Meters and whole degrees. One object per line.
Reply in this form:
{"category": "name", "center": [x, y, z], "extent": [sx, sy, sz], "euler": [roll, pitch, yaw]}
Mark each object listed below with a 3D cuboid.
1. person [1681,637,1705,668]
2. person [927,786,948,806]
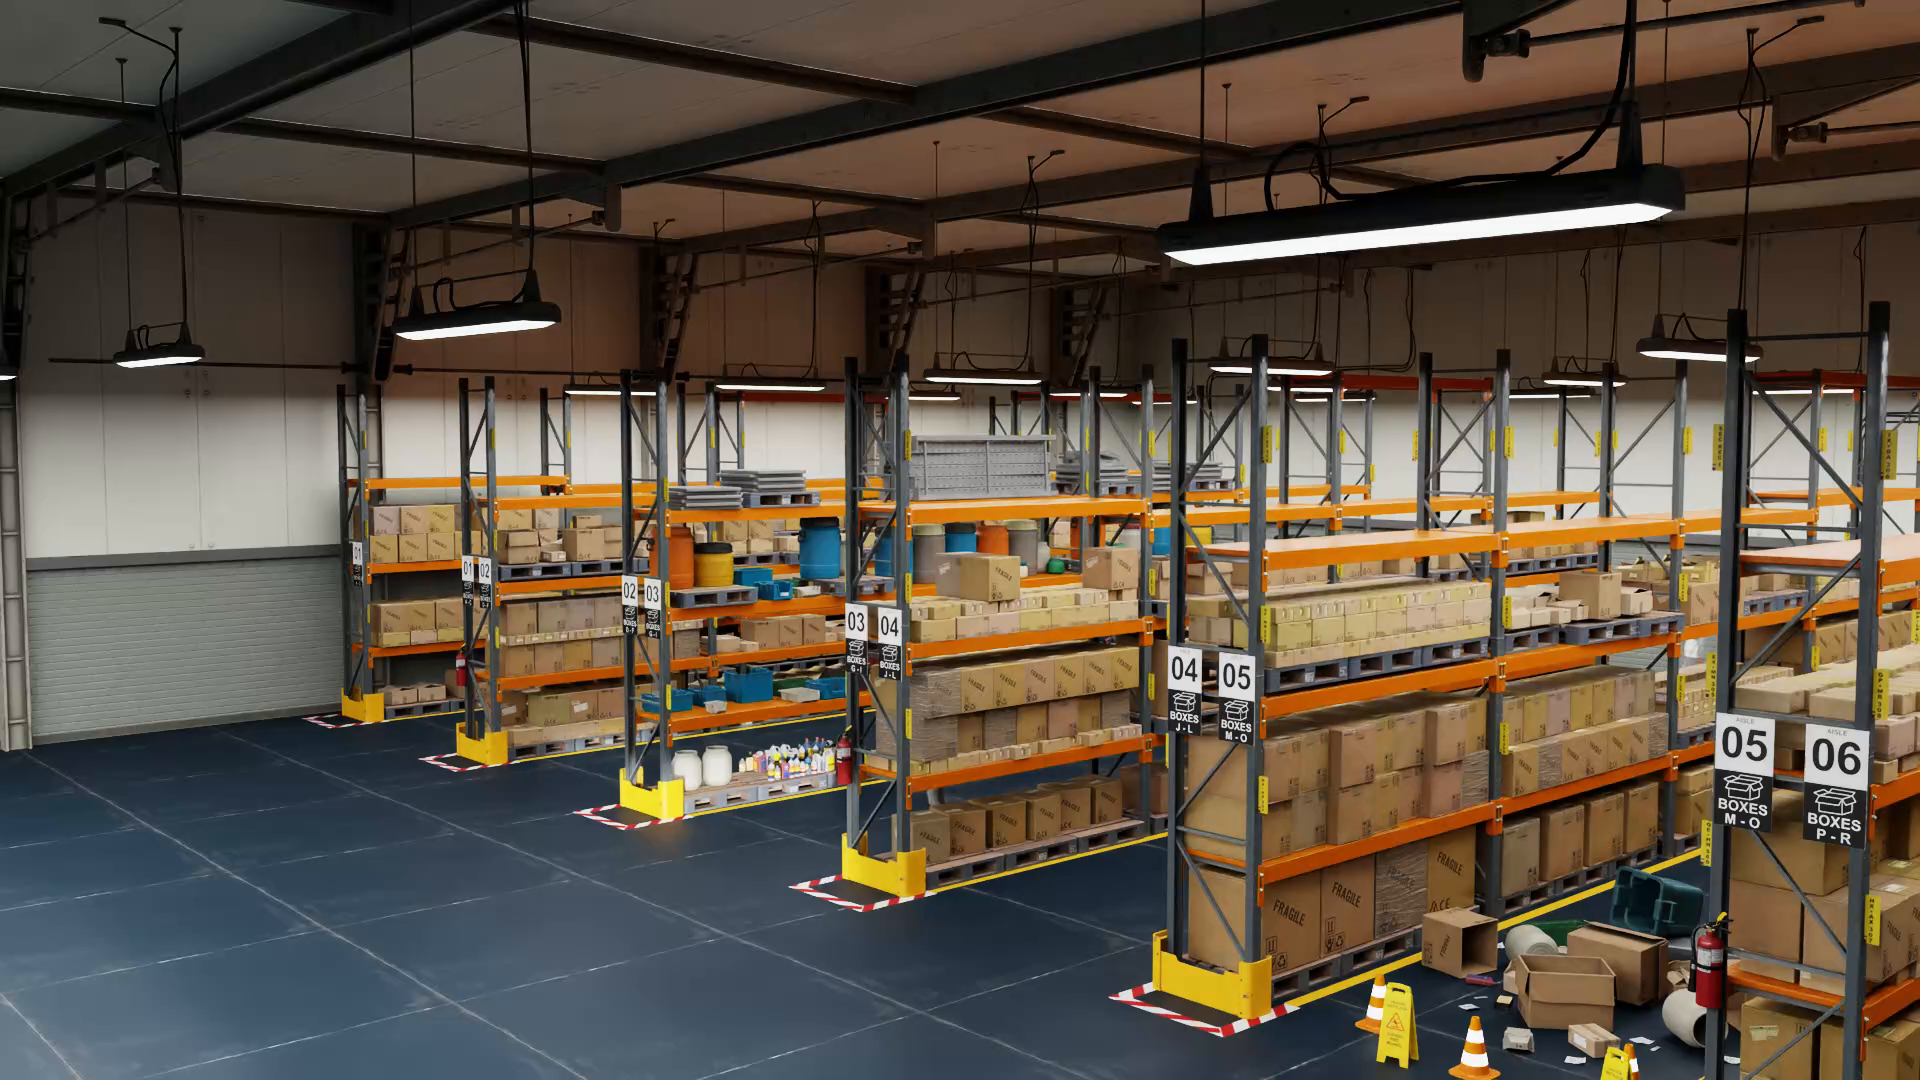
{"category": "person", "center": [13.791, 2.220, 31.335], "extent": [0.459, 1.796, 0.543], "euler": [2, 4, 23]}
{"category": "person", "center": [-0.314, 2.971, 21.321], "extent": [0.352, 1.567, 0.464], "euler": [4, 5, 44]}
